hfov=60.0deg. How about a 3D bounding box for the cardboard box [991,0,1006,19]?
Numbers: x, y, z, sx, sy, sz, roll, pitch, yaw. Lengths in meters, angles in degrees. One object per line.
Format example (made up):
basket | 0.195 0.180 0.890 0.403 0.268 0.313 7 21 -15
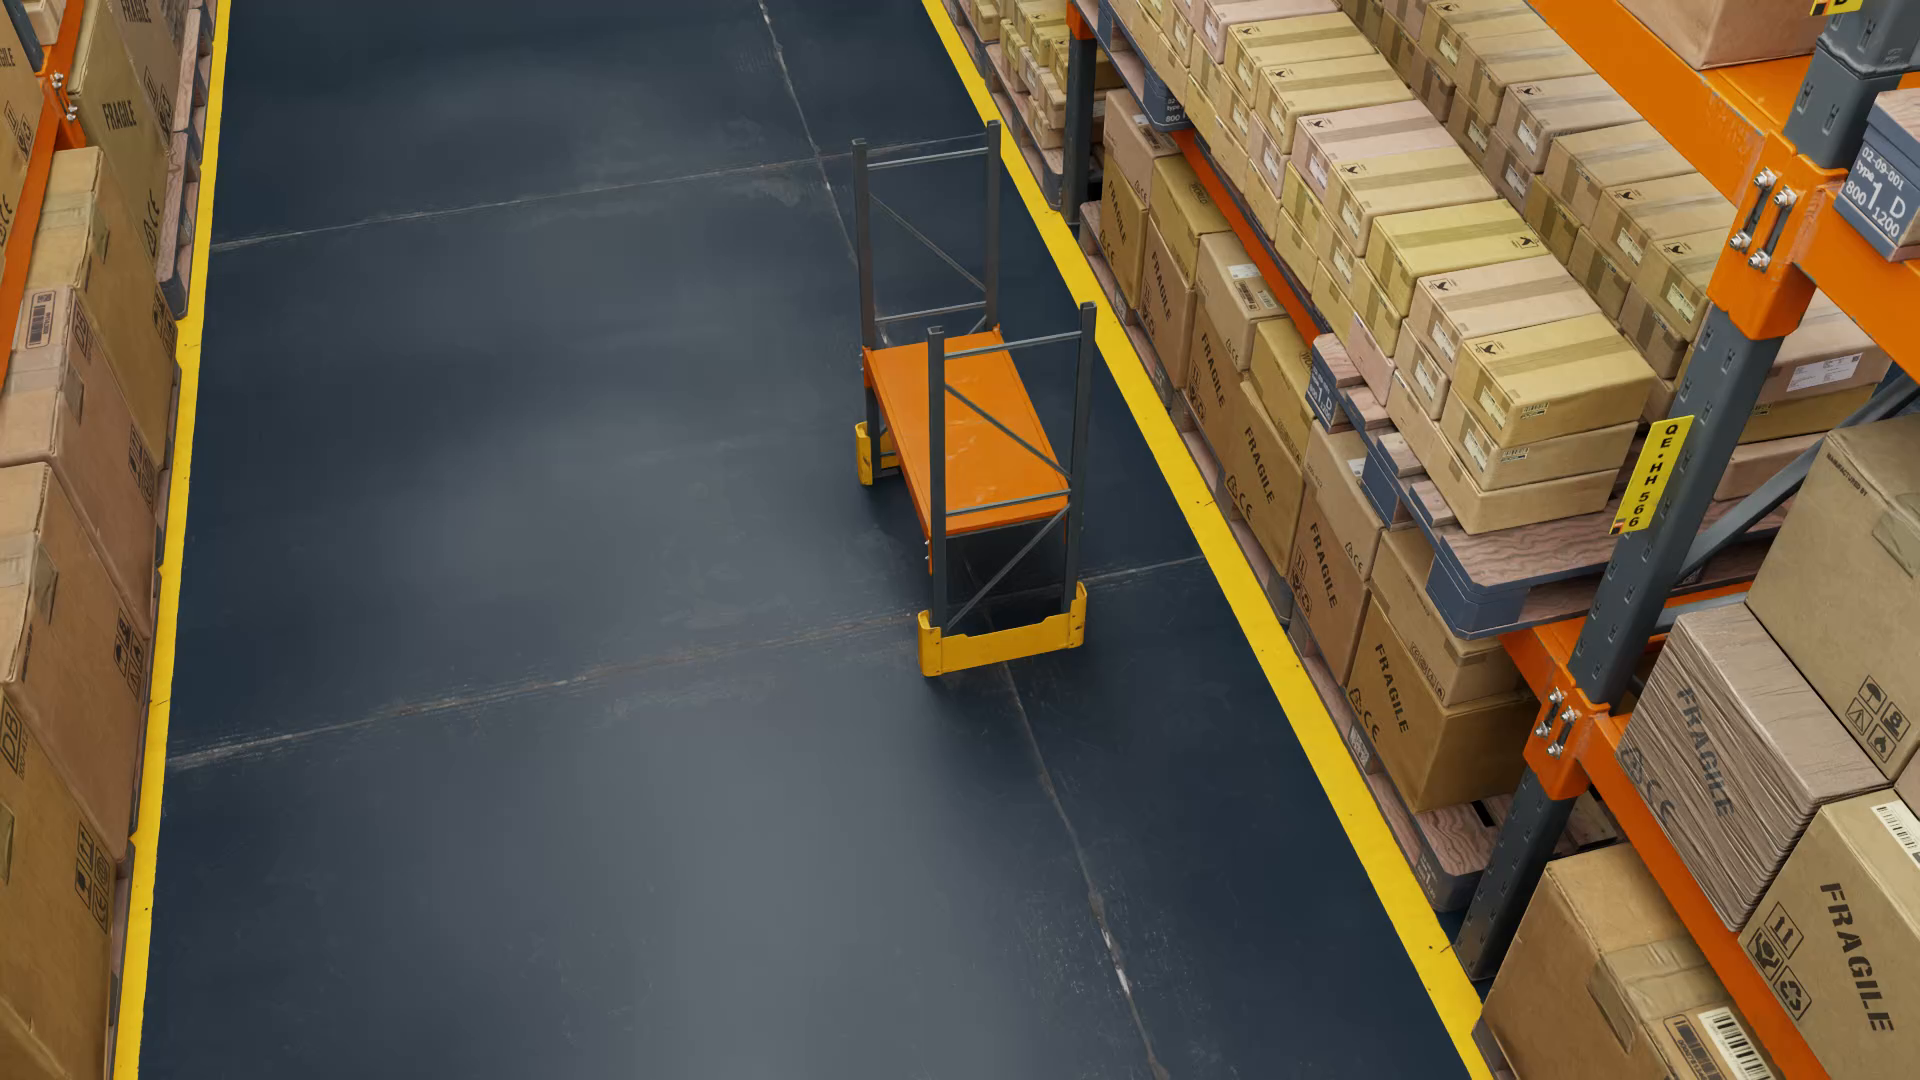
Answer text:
cardboard box | 0.357 -2.766 8.355 0.380 0.149 0.250 -10 46 -9

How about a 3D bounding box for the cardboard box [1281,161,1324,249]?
cardboard box | 1.158 -0.994 4.797 0.380 0.149 0.250 -11 47 -11

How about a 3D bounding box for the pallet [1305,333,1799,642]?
pallet | 1.704 -0.268 4.546 1.213 0.211 1.003 -11 47 -10

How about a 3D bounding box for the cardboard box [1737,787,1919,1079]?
cardboard box | 1.976 0.813 3.283 0.500 0.500 0.500 -11 47 -11

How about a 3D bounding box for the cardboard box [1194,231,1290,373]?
cardboard box | 1.164 -0.880 5.943 0.500 0.250 0.500 -9 46 -9

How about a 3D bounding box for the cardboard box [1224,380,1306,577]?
cardboard box | 1.288 -0.262 5.863 0.500 0.500 0.500 -13 47 -12

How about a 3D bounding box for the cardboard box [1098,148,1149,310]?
cardboard box | 0.898 -1.337 6.916 0.500 0.500 0.500 -9 46 -9

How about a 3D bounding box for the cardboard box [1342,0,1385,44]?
cardboard box | 1.527 -1.827 5.614 0.380 0.149 0.250 -13 47 -12

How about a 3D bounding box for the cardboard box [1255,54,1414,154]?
cardboard box | 1.092 -1.277 4.867 0.380 0.149 0.250 -9 46 -8

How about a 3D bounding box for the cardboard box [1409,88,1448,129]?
cardboard box | 1.663 -1.362 5.366 0.380 0.149 0.250 -12 47 -12

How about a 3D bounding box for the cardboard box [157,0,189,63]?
cardboard box | -4.405 -2.896 8.182 0.875 0.875 0.875 -11 47 -10

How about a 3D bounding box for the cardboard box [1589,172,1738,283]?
cardboard box | 1.928 -0.839 4.438 0.380 0.149 0.250 -11 47 -11

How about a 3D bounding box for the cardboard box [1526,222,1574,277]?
cardboard box | 1.861 -0.825 4.840 0.380 0.149 0.250 -9 46 -8

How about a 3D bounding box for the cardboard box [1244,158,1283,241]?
cardboard box | 1.095 -1.064 5.075 0.380 0.149 0.250 -9 46 -9

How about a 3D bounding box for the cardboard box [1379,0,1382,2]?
cardboard box | 1.517 -1.934 5.510 0.380 0.149 0.250 -12 47 -12

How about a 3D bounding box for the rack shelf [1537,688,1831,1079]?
rack shelf | 2.501 1.770 2.918 1.077 0.370 4.000 -11 47 -10

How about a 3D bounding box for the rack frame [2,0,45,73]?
rack frame | -3.855 -1.787 5.901 1.000 3.000 0.127 -11 47 -10

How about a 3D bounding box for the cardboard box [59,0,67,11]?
cardboard box | -3.677 -2.145 6.428 0.380 0.149 0.250 -12 47 -12

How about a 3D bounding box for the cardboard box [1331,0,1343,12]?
cardboard box | 1.451 -1.920 5.913 0.380 0.149 0.250 -13 47 -12

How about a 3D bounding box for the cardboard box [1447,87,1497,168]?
cardboard box | 1.728 -1.285 5.082 0.380 0.149 0.250 -11 47 -11

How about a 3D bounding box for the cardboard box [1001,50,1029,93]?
cardboard box | 0.420 -2.347 8.152 0.380 0.149 0.250 -12 47 -12

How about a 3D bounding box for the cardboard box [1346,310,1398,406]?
cardboard box | 1.290 -0.527 4.548 0.380 0.149 0.250 -10 46 -10

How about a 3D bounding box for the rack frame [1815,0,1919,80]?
rack frame | 1.989 -1.962 1.872 1.000 3.000 0.127 -11 47 -10

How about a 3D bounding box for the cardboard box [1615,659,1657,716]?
cardboard box | 2.055 0.331 5.282 0.500 0.500 0.500 -13 47 -12

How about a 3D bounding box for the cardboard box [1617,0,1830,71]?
cardboard box | 1.597 -1.295 3.249 0.500 0.500 0.500 -11 47 -10

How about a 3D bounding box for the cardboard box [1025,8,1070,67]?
cardboard box | 0.519 -2.348 7.737 0.380 0.149 0.250 -10 46 -10

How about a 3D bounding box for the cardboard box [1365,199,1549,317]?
cardboard box | 1.291 -0.739 4.339 0.380 0.149 0.250 -9 46 -9

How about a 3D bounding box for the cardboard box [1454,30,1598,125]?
cardboard box | 1.720 -1.391 4.978 0.380 0.149 0.250 -9 46 -9

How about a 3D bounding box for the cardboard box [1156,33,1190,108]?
cardboard box | 0.887 -1.614 5.613 0.380 0.149 0.250 -13 47 -12

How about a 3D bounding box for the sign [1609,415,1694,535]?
sign | 1.467 -0.134 3.526 0.100 0.325 0.005 -11 47 -10

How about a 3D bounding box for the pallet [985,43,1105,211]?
pallet | 0.759 -2.105 8.165 1.003 0.211 1.213 -11 47 -10

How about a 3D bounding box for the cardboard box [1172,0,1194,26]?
cardboard box | 0.889 -1.817 5.396 0.380 0.149 0.250 -11 47 -11

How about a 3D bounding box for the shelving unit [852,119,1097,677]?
shelving unit | 0.020 -0.472 5.663 0.587 1.500 1.083 -11 47 -10

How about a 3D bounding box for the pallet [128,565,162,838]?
pallet | -3.269 0.552 5.561 1.003 0.211 1.213 -11 47 -10

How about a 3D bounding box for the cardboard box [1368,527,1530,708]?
cardboard box | 1.561 0.179 4.905 0.500 0.250 0.500 -12 47 -11

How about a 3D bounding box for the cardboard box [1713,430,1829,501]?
cardboard box | 2.070 -0.267 4.293 0.380 0.149 0.250 -11 47 -11

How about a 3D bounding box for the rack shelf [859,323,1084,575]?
rack shelf | 0.022 -0.340 5.785 0.538 0.185 1.000 -11 47 -10

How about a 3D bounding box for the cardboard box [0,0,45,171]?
cardboard box | -3.472 -1.549 5.598 0.500 0.500 0.500 -11 47 -10

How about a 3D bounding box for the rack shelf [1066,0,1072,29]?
rack shelf | 0.453 -3.753 8.331 1.077 0.370 4.000 -11 47 -10

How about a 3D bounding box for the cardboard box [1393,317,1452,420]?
cardboard box | 1.353 -0.467 4.281 0.380 0.149 0.250 -9 46 -9

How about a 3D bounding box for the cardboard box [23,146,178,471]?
cardboard box | -3.672 -0.752 6.080 1.225 0.875 0.875 -11 47 -10

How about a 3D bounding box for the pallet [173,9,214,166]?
pallet | -4.290 -2.194 8.252 1.003 0.211 1.213 -11 47 -10

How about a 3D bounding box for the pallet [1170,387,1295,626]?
pallet | 1.482 -0.267 6.364 1.003 0.211 1.213 -11 47 -10

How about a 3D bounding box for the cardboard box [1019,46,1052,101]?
cardboard box | 0.496 -2.221 7.820 0.380 0.149 0.250 -13 47 -12

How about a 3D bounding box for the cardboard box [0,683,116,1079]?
cardboard box | -2.988 1.091 4.274 1.225 0.875 0.875 -13 47 -12

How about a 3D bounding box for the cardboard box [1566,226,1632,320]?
cardboard box | 1.917 -0.766 4.574 0.380 0.149 0.250 -12 47 -12

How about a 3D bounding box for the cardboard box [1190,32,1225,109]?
cardboard box | 0.962 -1.526 5.319 0.380 0.149 0.250 -11 47 -11
